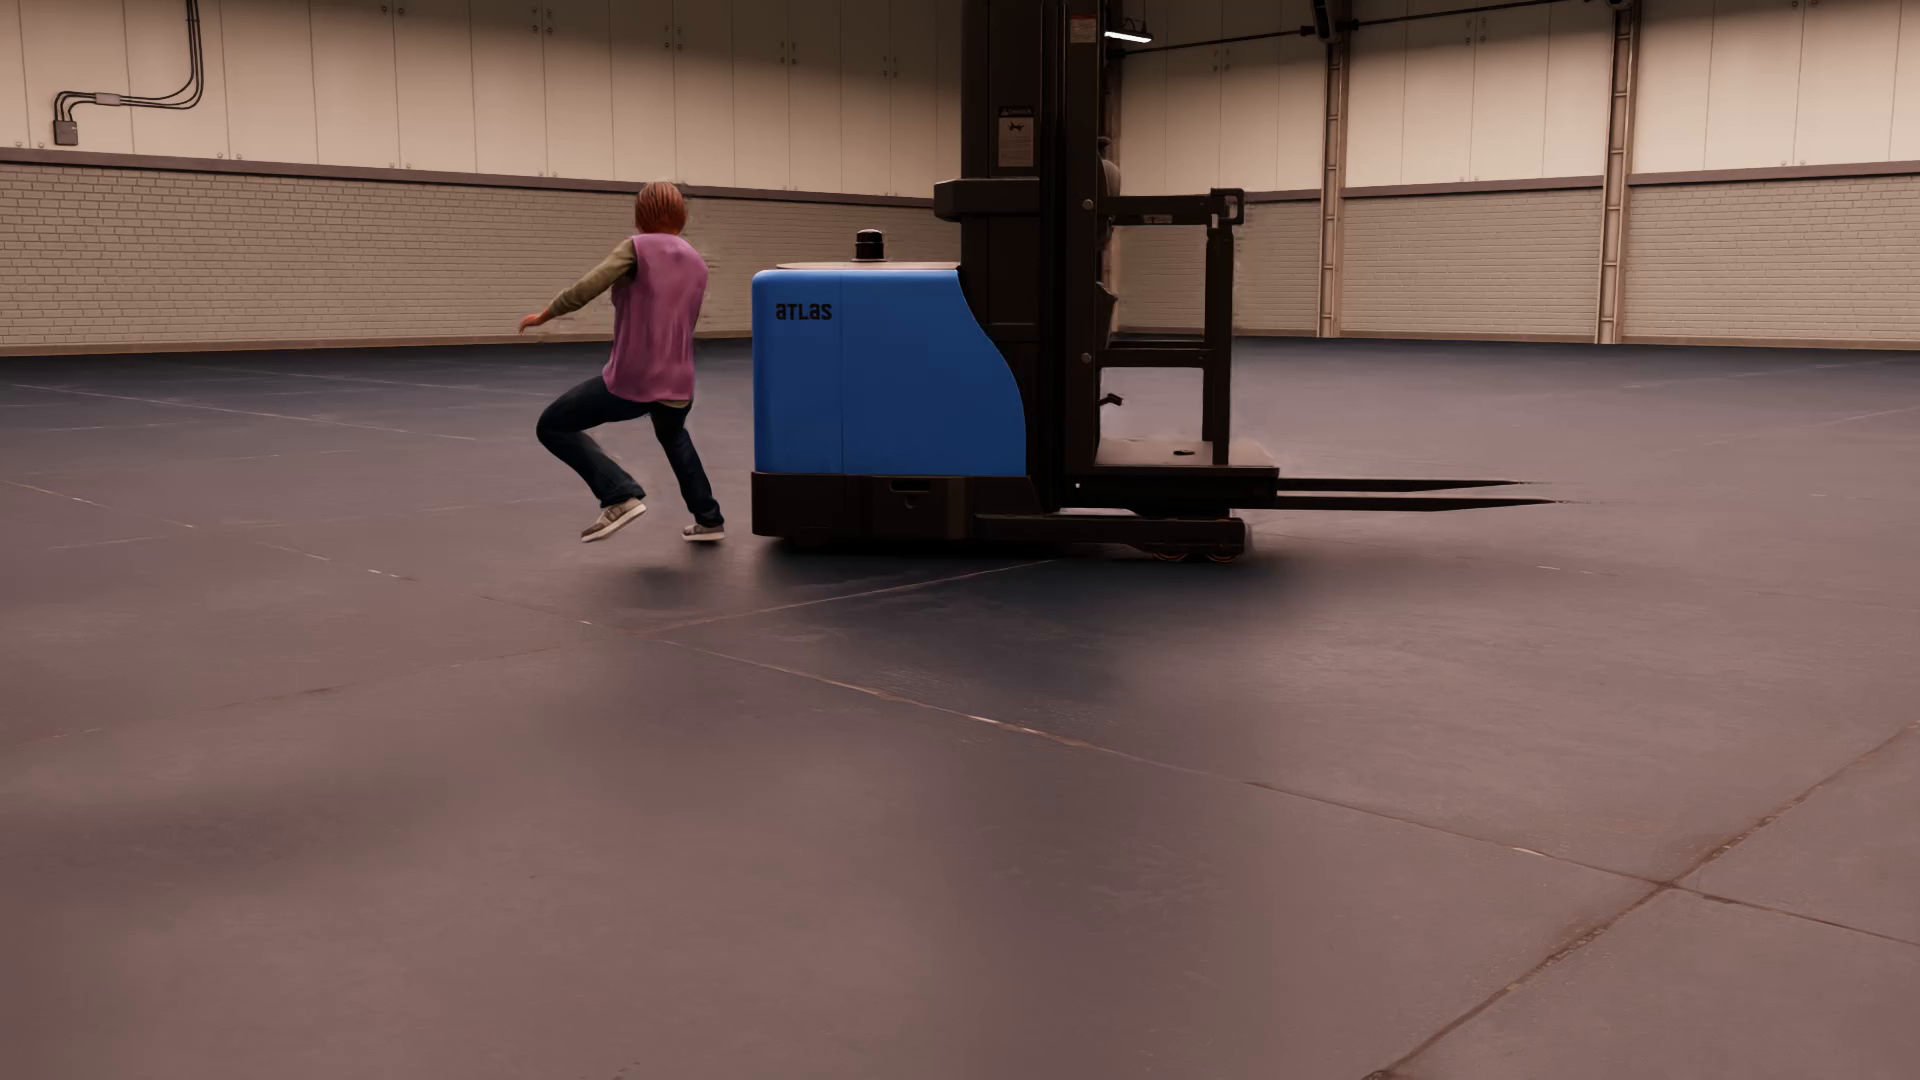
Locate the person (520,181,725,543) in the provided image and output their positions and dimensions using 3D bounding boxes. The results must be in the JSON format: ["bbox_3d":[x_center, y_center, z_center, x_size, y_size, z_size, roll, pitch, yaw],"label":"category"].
[{"bbox_3d":[-1.248,-0.645,6.318,0.762,1.399,0.689,-8,12,-43],"label":"person"}]

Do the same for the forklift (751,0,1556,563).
[{"bbox_3d":[0.749,-1.447,6.485,3.031,2.935,1.130,1,9,6],"label":"forklift"}]
